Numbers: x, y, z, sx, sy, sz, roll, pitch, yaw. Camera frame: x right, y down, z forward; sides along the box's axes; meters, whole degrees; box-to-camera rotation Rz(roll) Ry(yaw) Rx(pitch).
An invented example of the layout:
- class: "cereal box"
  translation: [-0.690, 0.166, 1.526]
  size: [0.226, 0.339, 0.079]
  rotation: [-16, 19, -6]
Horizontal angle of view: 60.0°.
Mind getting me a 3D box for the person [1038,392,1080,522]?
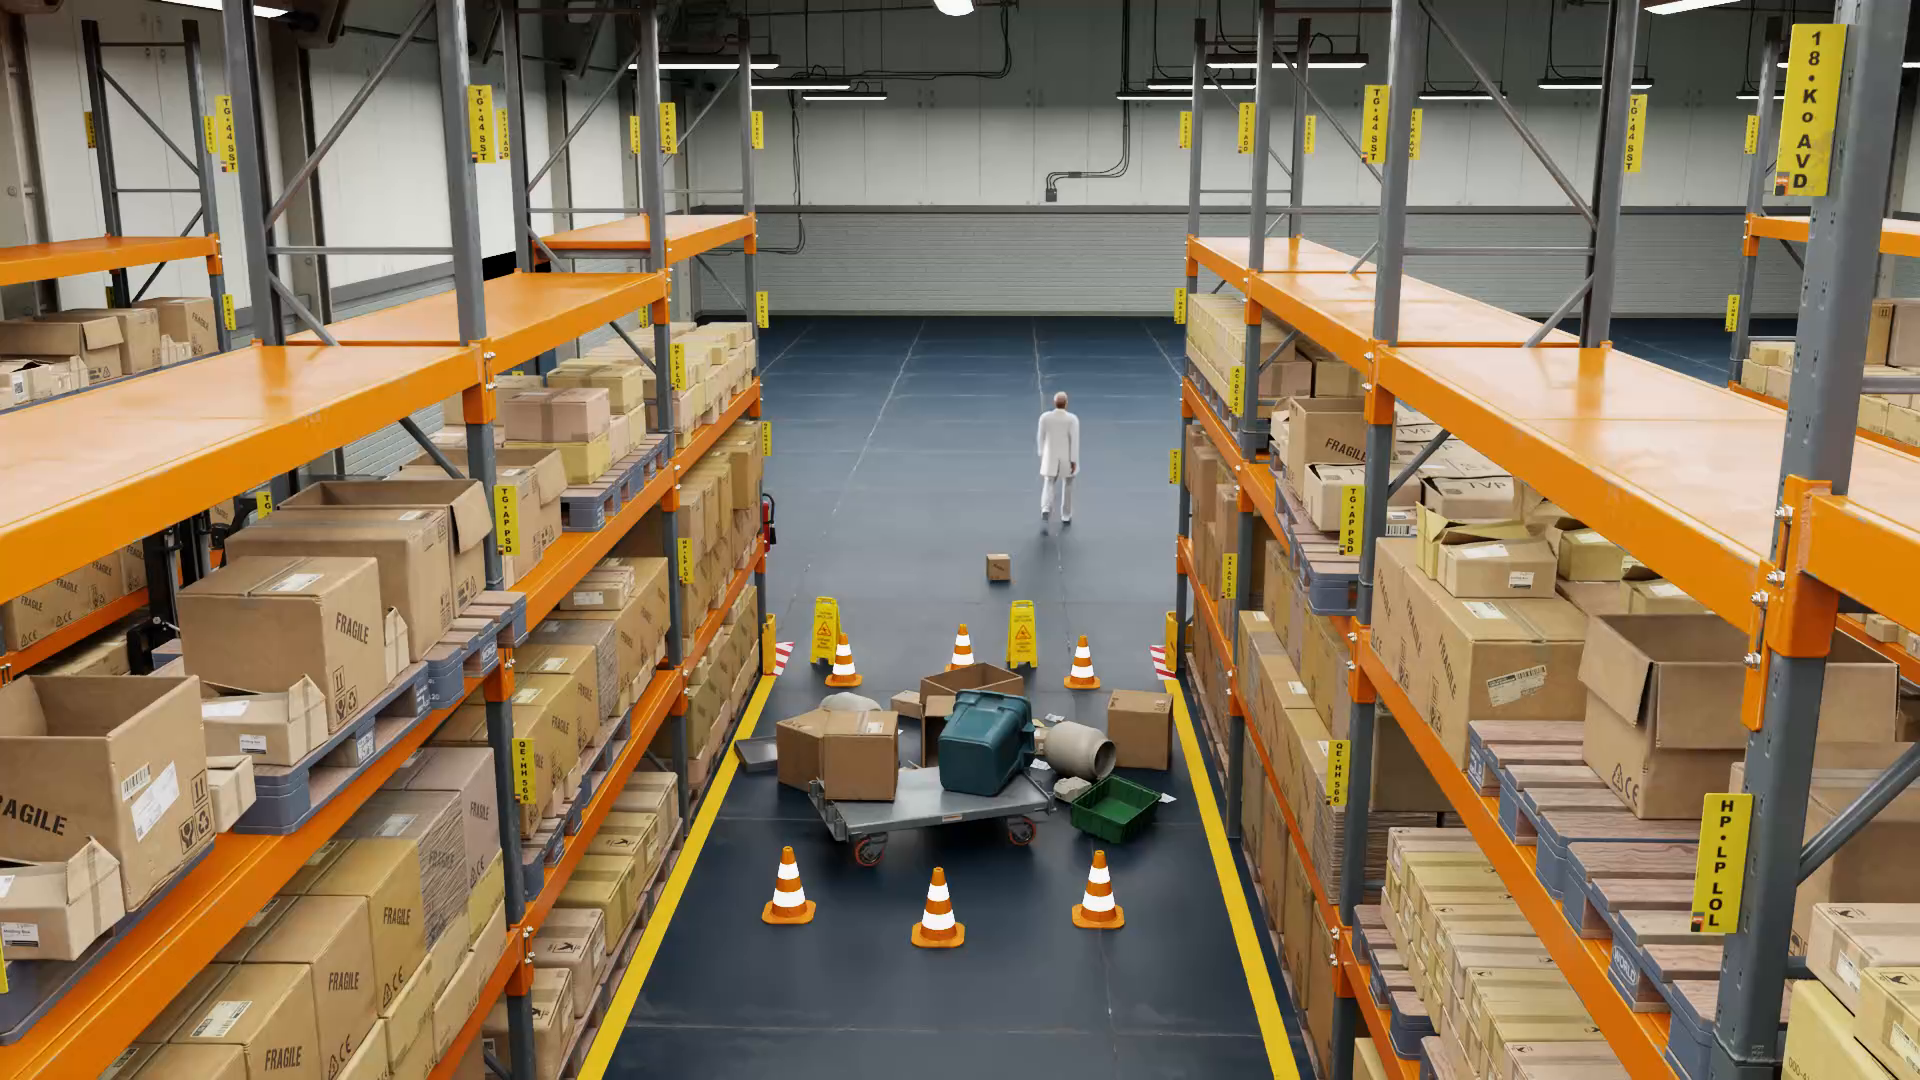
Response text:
- class: "person"
  translation: [1.290, -1.077, 21.796]
  size: [0.568, 1.747, 0.980]
  rotation: [3, 14, 11]
